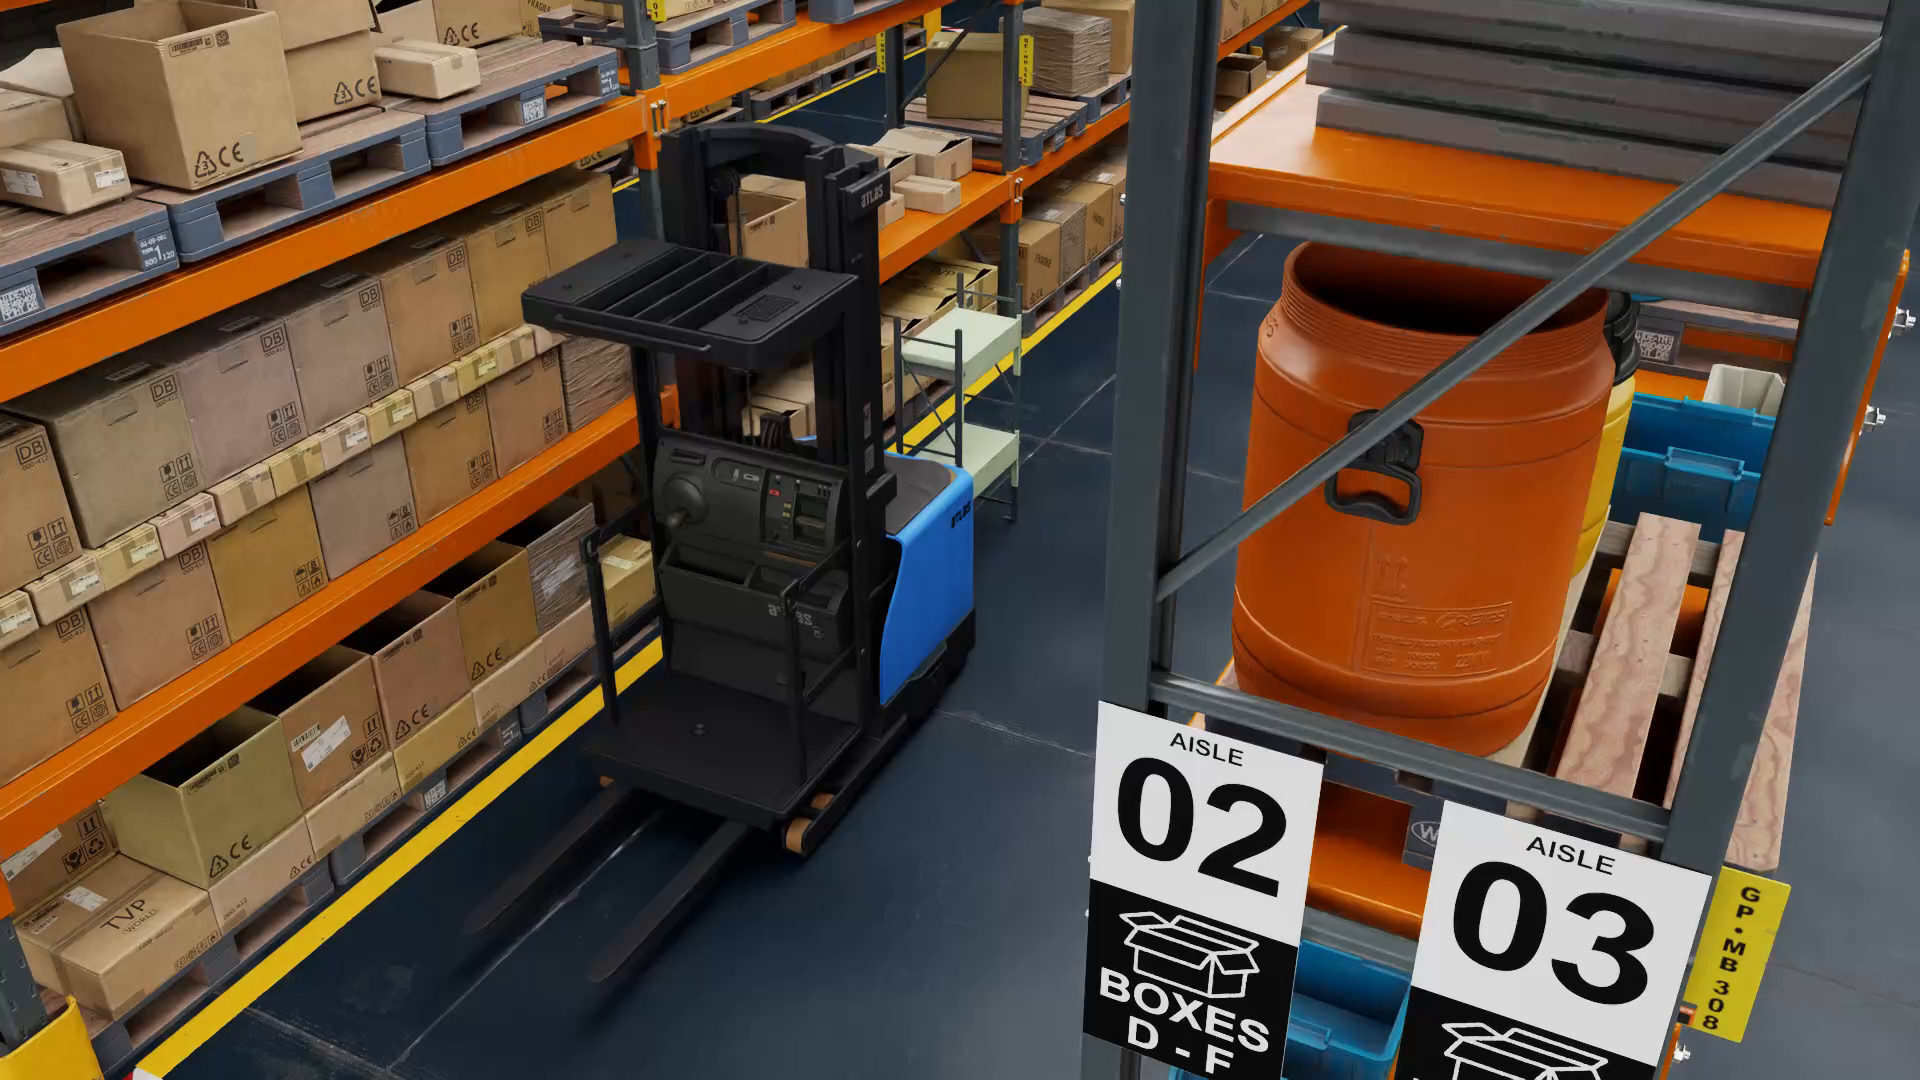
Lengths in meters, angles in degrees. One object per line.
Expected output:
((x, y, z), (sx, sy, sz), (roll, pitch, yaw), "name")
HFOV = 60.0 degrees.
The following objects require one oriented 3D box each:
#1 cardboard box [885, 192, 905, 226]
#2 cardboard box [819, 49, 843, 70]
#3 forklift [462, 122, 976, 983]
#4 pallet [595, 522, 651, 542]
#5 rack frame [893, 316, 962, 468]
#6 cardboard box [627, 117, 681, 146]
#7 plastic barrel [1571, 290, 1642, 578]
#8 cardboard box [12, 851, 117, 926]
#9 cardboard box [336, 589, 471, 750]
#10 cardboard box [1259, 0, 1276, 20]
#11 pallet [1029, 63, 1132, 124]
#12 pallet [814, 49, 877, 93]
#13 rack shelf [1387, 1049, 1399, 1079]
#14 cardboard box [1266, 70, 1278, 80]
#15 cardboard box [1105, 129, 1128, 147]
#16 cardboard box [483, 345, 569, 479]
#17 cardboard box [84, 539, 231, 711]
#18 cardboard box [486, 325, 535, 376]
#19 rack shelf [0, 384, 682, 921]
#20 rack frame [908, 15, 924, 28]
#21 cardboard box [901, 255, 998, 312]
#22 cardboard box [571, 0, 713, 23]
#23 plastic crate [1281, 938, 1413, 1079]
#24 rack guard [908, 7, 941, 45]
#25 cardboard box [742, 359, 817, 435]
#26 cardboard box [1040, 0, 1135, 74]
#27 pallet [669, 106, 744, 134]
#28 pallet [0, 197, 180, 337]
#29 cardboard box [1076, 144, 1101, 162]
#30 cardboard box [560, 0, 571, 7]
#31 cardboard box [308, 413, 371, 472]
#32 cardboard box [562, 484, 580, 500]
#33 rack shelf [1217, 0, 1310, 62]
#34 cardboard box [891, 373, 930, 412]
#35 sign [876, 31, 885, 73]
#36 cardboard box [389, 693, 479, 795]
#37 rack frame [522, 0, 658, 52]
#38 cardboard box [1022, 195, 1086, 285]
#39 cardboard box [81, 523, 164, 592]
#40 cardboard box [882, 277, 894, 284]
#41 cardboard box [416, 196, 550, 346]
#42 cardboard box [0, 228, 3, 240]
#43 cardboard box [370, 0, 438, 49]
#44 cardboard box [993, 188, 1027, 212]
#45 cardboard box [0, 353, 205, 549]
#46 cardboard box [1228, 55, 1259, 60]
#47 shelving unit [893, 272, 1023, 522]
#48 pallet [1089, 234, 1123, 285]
((-0.583, -2.159, 10.750), (0.380, 0.149, 0.250), (17, 34, 27), "cardboard box")
((-1.742, -5.597, 18.572), (0.700, 0.500, 0.500), (15, 33, 24), "cardboard box")
((-1.018, -0.135, 7.042), (1.130, 2.935, 3.031), (14, 33, 22), "forklift")
((-1.573, -0.199, 9.884), (1.003, 0.211, 1.213), (14, 33, 23), "pallet")
((-0.170, -0.485, 9.089), (0.400, 1.500, 0.023), (14, 33, 23), "rack frame")
((-3.224, -4.279, 15.926), (0.750, 0.750, 0.750), (15, 33, 25), "cardboard box")
((1.118, -0.273, 3.590), (0.600, 0.588, 0.600), (0, 30, 0), "plastic barrel")
((-3.715, 1.406, 6.629), (0.500, 0.250, 0.500), (14, 33, 23), "cardboard box")
((-2.568, 0.534, 7.394), (0.500, 0.500, 0.500), (14, 33, 23), "cardboard box")
((2.705, -5.276, 15.824), (0.500, 0.500, 0.500), (14, 33, 23), "cardboard box")
((0.830, -3.626, 13.245), (1.003, 0.211, 1.213), (14, 33, 23), "pallet")
((-1.670, -5.394, 18.932), (1.003, 0.211, 1.213), (14, 33, 23), "pallet")
((1.623, 1.251, 5.281), (1.077, 0.370, 4.000), (14, 33, 23), "rack shelf")
((3.105, -4.680, 17.206), (0.500, 0.250, 0.500), (14, 33, 23), "cardboard box")
((1.568, -3.225, 14.422), (0.500, 0.500, 0.500), (14, 33, 23), "cardboard box")
((-2.305, -0.683, 7.826), (0.700, 0.500, 0.500), (14, 33, 23), "cardboard box")
((-3.237, 0.219, 6.256), (0.700, 0.500, 0.500), (15, 33, 25), "cardboard box")
((-2.157, -0.886, 7.528), (0.380, 0.149, 0.250), (14, 33, 23), "cardboard box")
((-2.785, 0.126, 7.241), (1.077, 0.370, 4.000), (14, 33, 23), "rack shelf")
((-0.819, -7.515, 19.824), (1.000, 3.000, 0.127), (14, 33, 23), "rack frame")
((-0.071, -1.791, 11.633), (0.500, 0.311, 0.500), (15, 33, 25), "cardboard box")
((-1.585, -2.761, 8.263), (0.500, 0.250, 0.500), (18, 34, 28), "cardboard box")
((0.974, 1.314, 4.599), (0.499, 0.251, 0.408), (14, 33, 23), "plastic crate")
((-0.808, -6.441, 20.465), (1.175, 0.500, 0.348), (14, 33, 23), "rack guard")
((-0.997, -0.883, 10.051), (0.500, 0.311, 0.500), (13, 32, 22), "cardboard box")
((1.021, -4.047, 13.264), (0.700, 0.500, 0.500), (6, 30, 11), "cardboard box")
((-2.926, -4.173, 16.805), (1.003, 0.211, 1.213), (14, 33, 23), "pallet")
((-3.351, -0.869, 5.328), (1.003, 0.211, 1.213), (14, 33, 23), "pallet")
((0.866, -3.108, 14.218), (0.500, 0.500, 0.500), (15, 33, 24), "cardboard box")
((-3.540, -4.756, 14.601), (0.500, 0.500, 0.500), (14, 33, 23), "cardboard box")
((-2.625, -0.430, 6.736), (0.380, 0.149, 0.250), (15, 33, 24), "cardboard box")
((-2.364, -0.253, 8.765), (0.500, 0.500, 0.500), (14, 33, 23), "cardboard box")
((2.681, -5.194, 16.505), (1.077, 0.370, 4.000), (14, 33, 23), "rack shelf")
((-0.538, -1.095, 10.985), (0.500, 0.250, 0.500), (15, 33, 24), "cardboard box")
((-0.539, -3.433, 11.632), (0.100, 0.325, 0.005), (14, 33, 23), "sign")
((-2.569, 0.859, 7.581), (0.500, 0.250, 0.500), (14, 33, 23), "cardboard box")
((-1.874, -3.674, 7.112), (1.000, 3.000, 0.127), (14, 33, 23), "rack frame")
((0.643, -2.323, 12.851), (0.500, 0.500, 0.500), (13, 32, 22), "cardboard box")
((-3.093, 0.023, 5.946), (0.380, 0.149, 0.250), (14, 33, 23), "cardboard box")
((-0.784, -1.678, 11.437), (0.500, 0.311, 0.500), (13, 33, 22), "cardboard box")
((-2.300, -1.256, 7.522), (0.700, 0.500, 0.500), (14, 33, 23), "cardboard box")
((-3.431, -1.142, 5.048), (0.797, 0.503, 0.637), (17, 34, 27), "cardboard box")
((-2.584, -2.175, 7.040), (0.500, 0.311, 0.500), (12, 32, 21), "cardboard box")
((0.187, -2.772, 12.880), (0.500, 0.250, 0.500), (16, 33, 25), "cardboard box")
((-3.213, -0.367, 5.974), (0.700, 0.500, 0.500), (13, 32, 22), "cardboard box")
((2.865, -4.992, 17.751), (0.500, 0.250, 0.500), (14, 33, 23), "cardboard box")
((-0.003, -0.647, 9.371), (0.431, 1.500, 0.755), (14, 33, 23), "shelving unit")
((0.879, -2.498, 13.888), (1.003, 0.211, 1.213), (14, 33, 23), "pallet")
